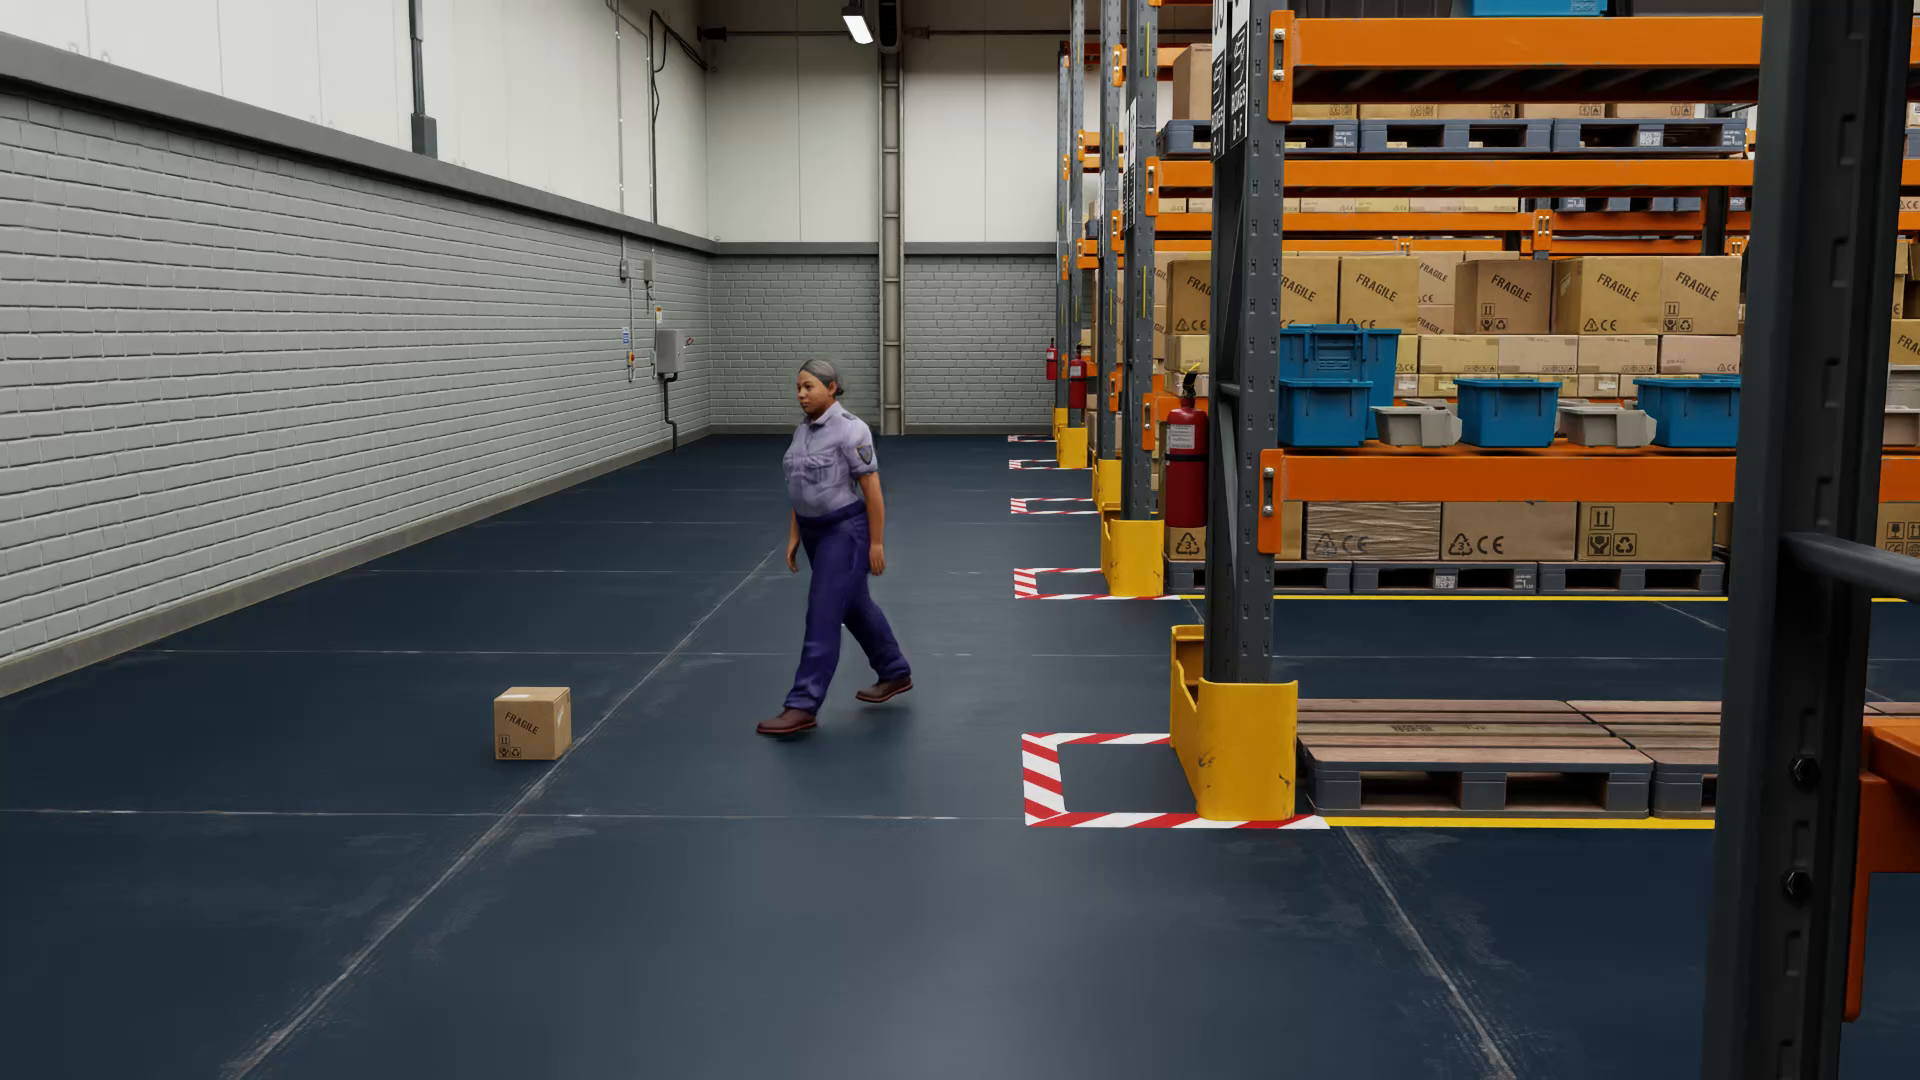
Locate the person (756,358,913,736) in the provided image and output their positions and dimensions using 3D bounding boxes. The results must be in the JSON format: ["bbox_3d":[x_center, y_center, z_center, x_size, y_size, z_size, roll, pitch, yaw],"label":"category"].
[{"bbox_3d":[-0.574,-0.009,7.380,0.962,1.587,0.502,-5,9,-35],"label":"person"}]
